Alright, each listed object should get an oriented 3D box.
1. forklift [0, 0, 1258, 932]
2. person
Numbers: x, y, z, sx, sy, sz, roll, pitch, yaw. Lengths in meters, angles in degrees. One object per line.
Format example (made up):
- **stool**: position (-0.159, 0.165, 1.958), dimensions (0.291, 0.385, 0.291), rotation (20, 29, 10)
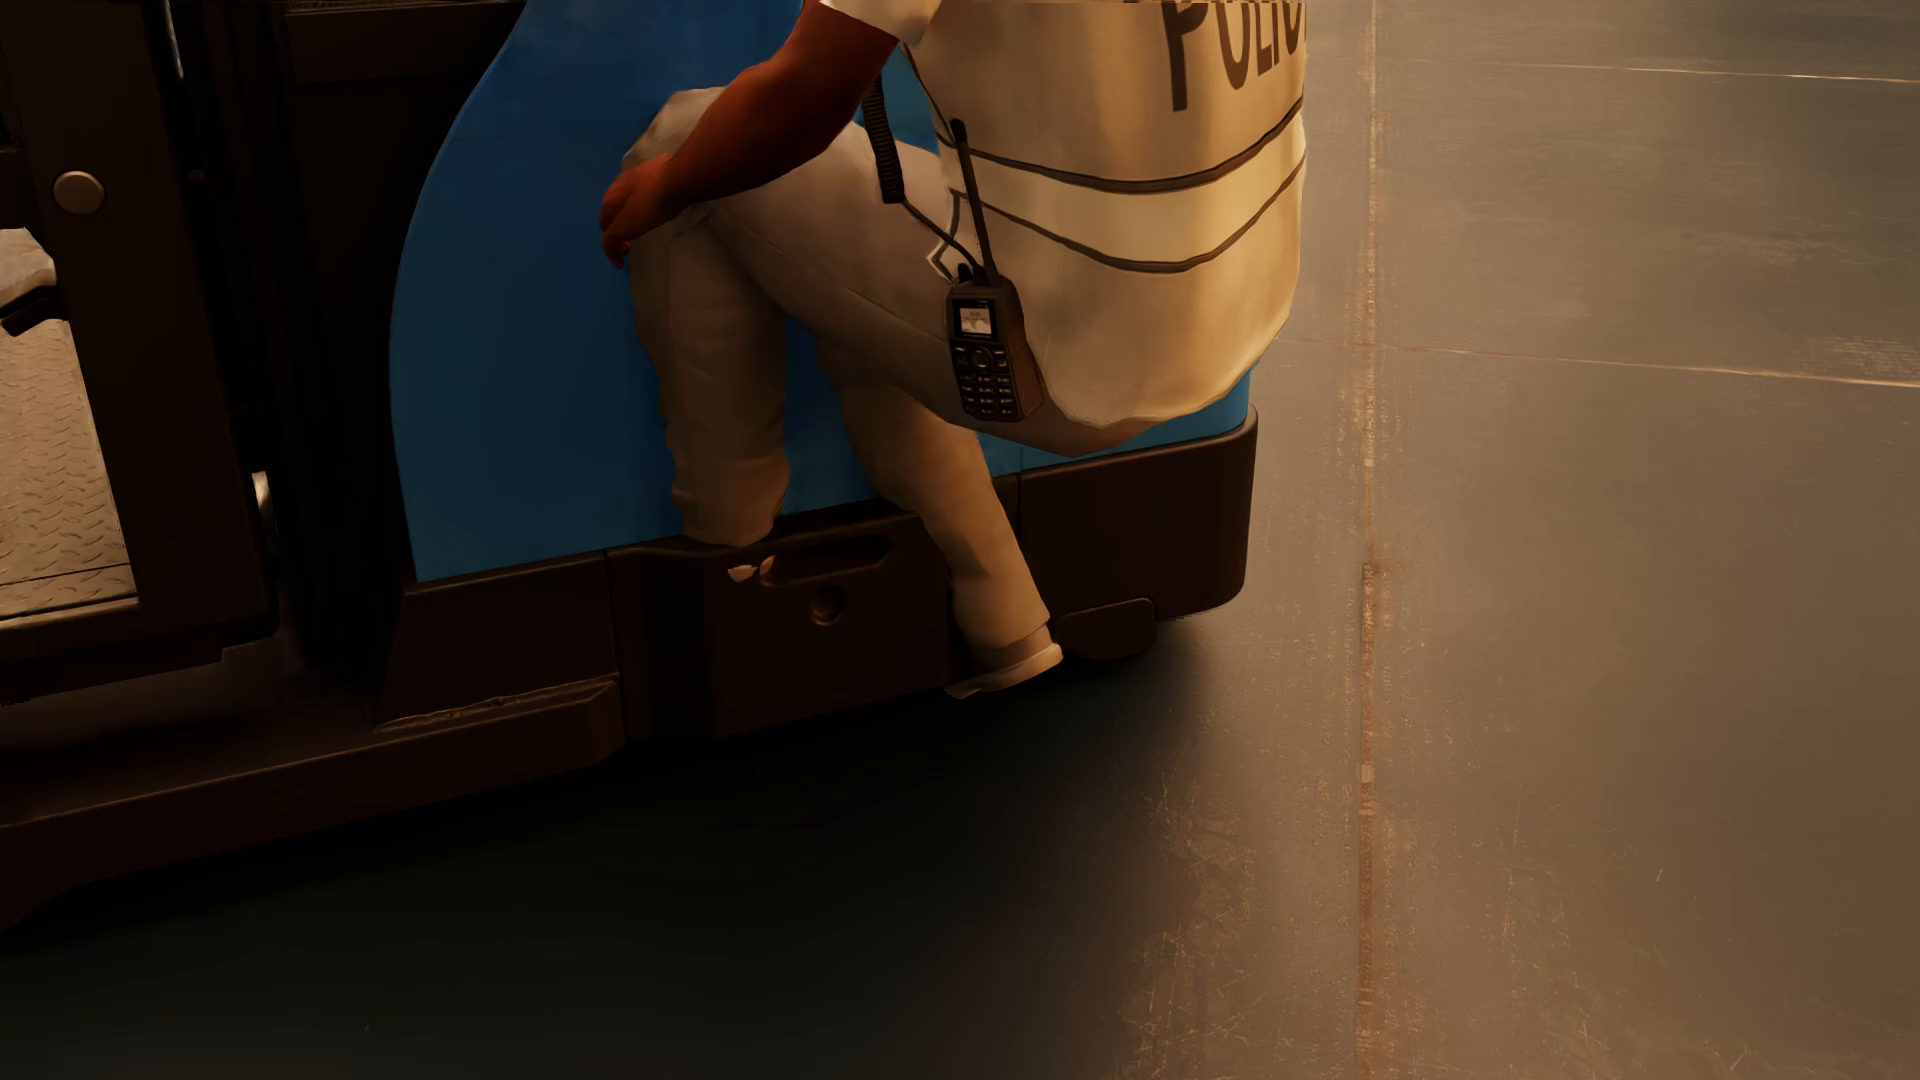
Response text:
- **forklift**: position (-1.181, -1.114, 1.454), dimensions (3.031, 2.935, 1.130), rotation (-11, 29, -21)
- **person**: position (-0.091, -0.313, 1.600), dimensions (0.810, 1.456, 0.730), rotation (13, 30, 25)
